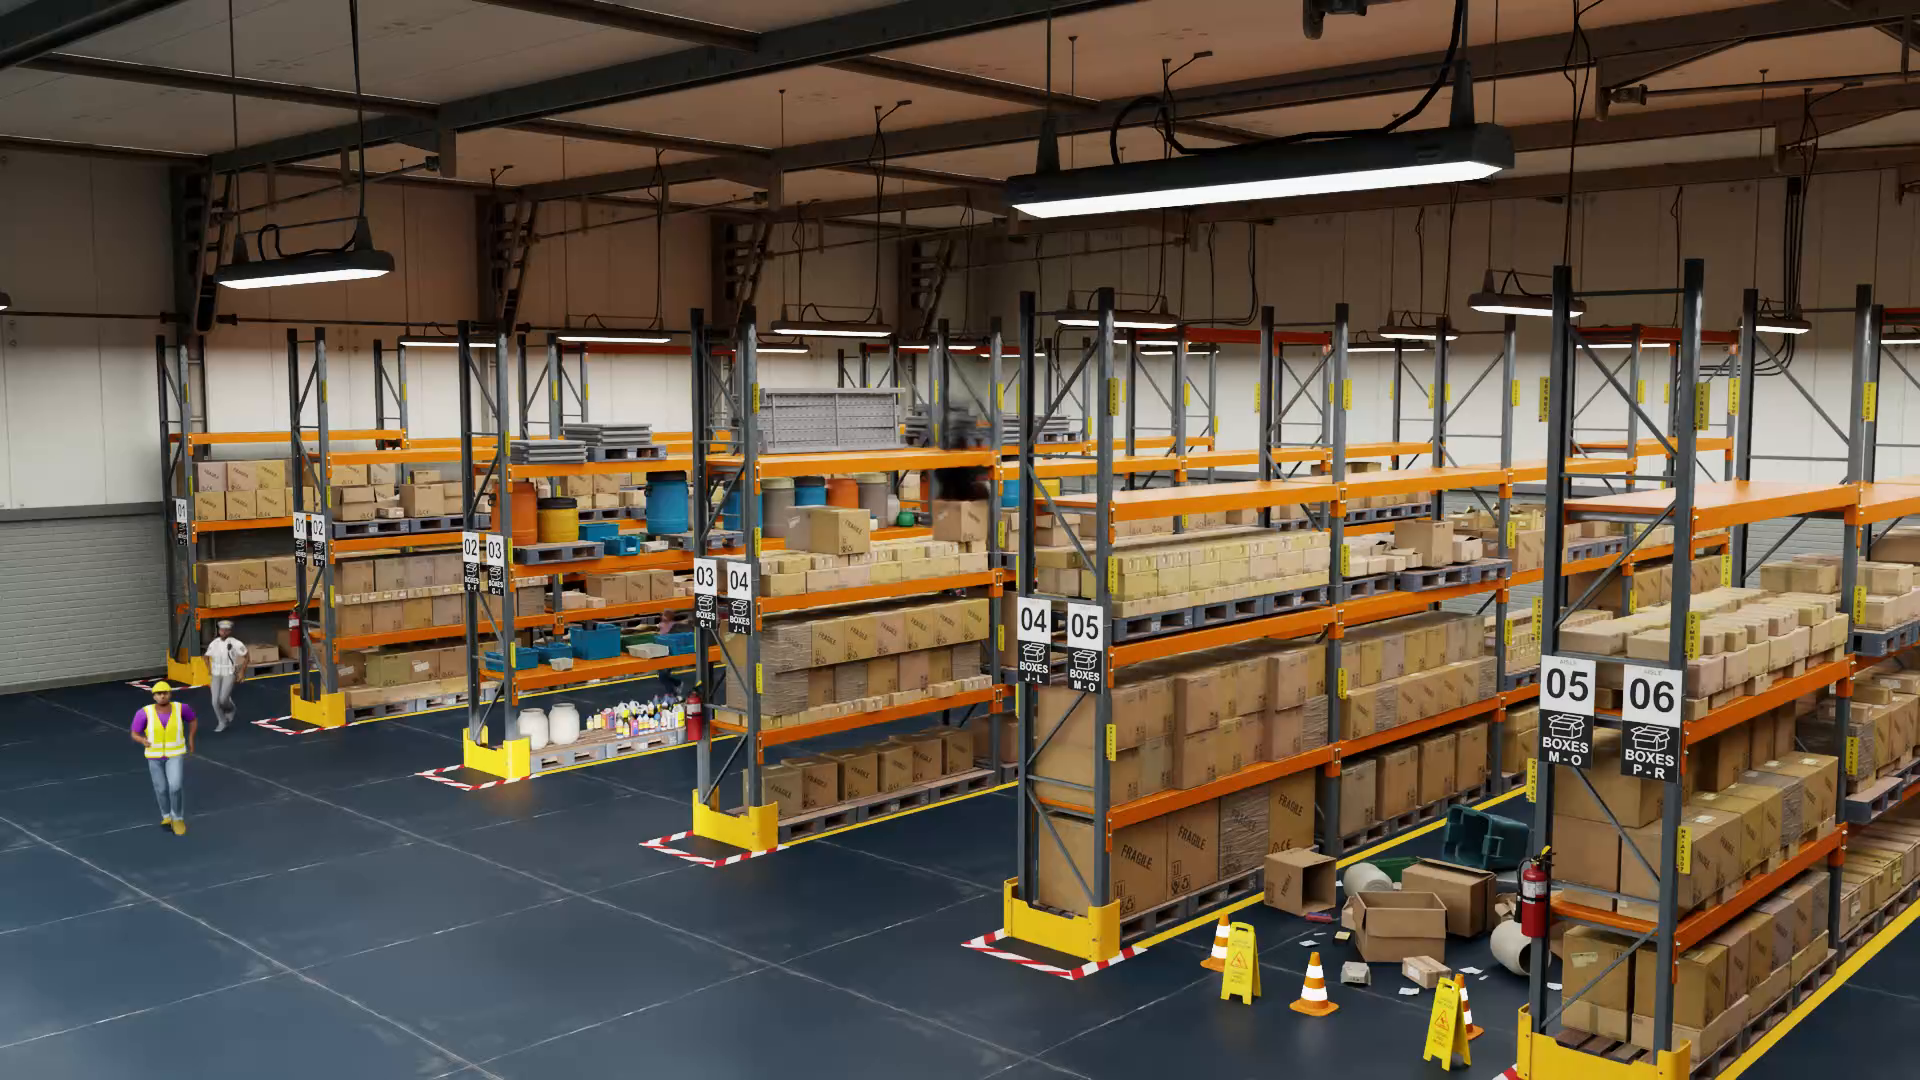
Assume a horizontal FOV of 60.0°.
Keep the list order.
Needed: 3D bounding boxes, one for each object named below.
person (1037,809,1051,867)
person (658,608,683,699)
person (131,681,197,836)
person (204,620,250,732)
[{"bbox_3d":[1.182,2.580,17.901,0.656,1.758,0.970,5,7,40],"label":"person"},{"bbox_3d":[-4.692,1.875,26.864,0.517,1.564,0.490,4,7,37],"label":"person"},{"bbox_3d":[-9.131,2.512,19.088,0.678,1.805,0.733,-2,6,-21],"label":"person"},{"bbox_3d":[-10.972,2.022,24.837,0.630,1.662,0.545,0,5,-3],"label":"person"}]
